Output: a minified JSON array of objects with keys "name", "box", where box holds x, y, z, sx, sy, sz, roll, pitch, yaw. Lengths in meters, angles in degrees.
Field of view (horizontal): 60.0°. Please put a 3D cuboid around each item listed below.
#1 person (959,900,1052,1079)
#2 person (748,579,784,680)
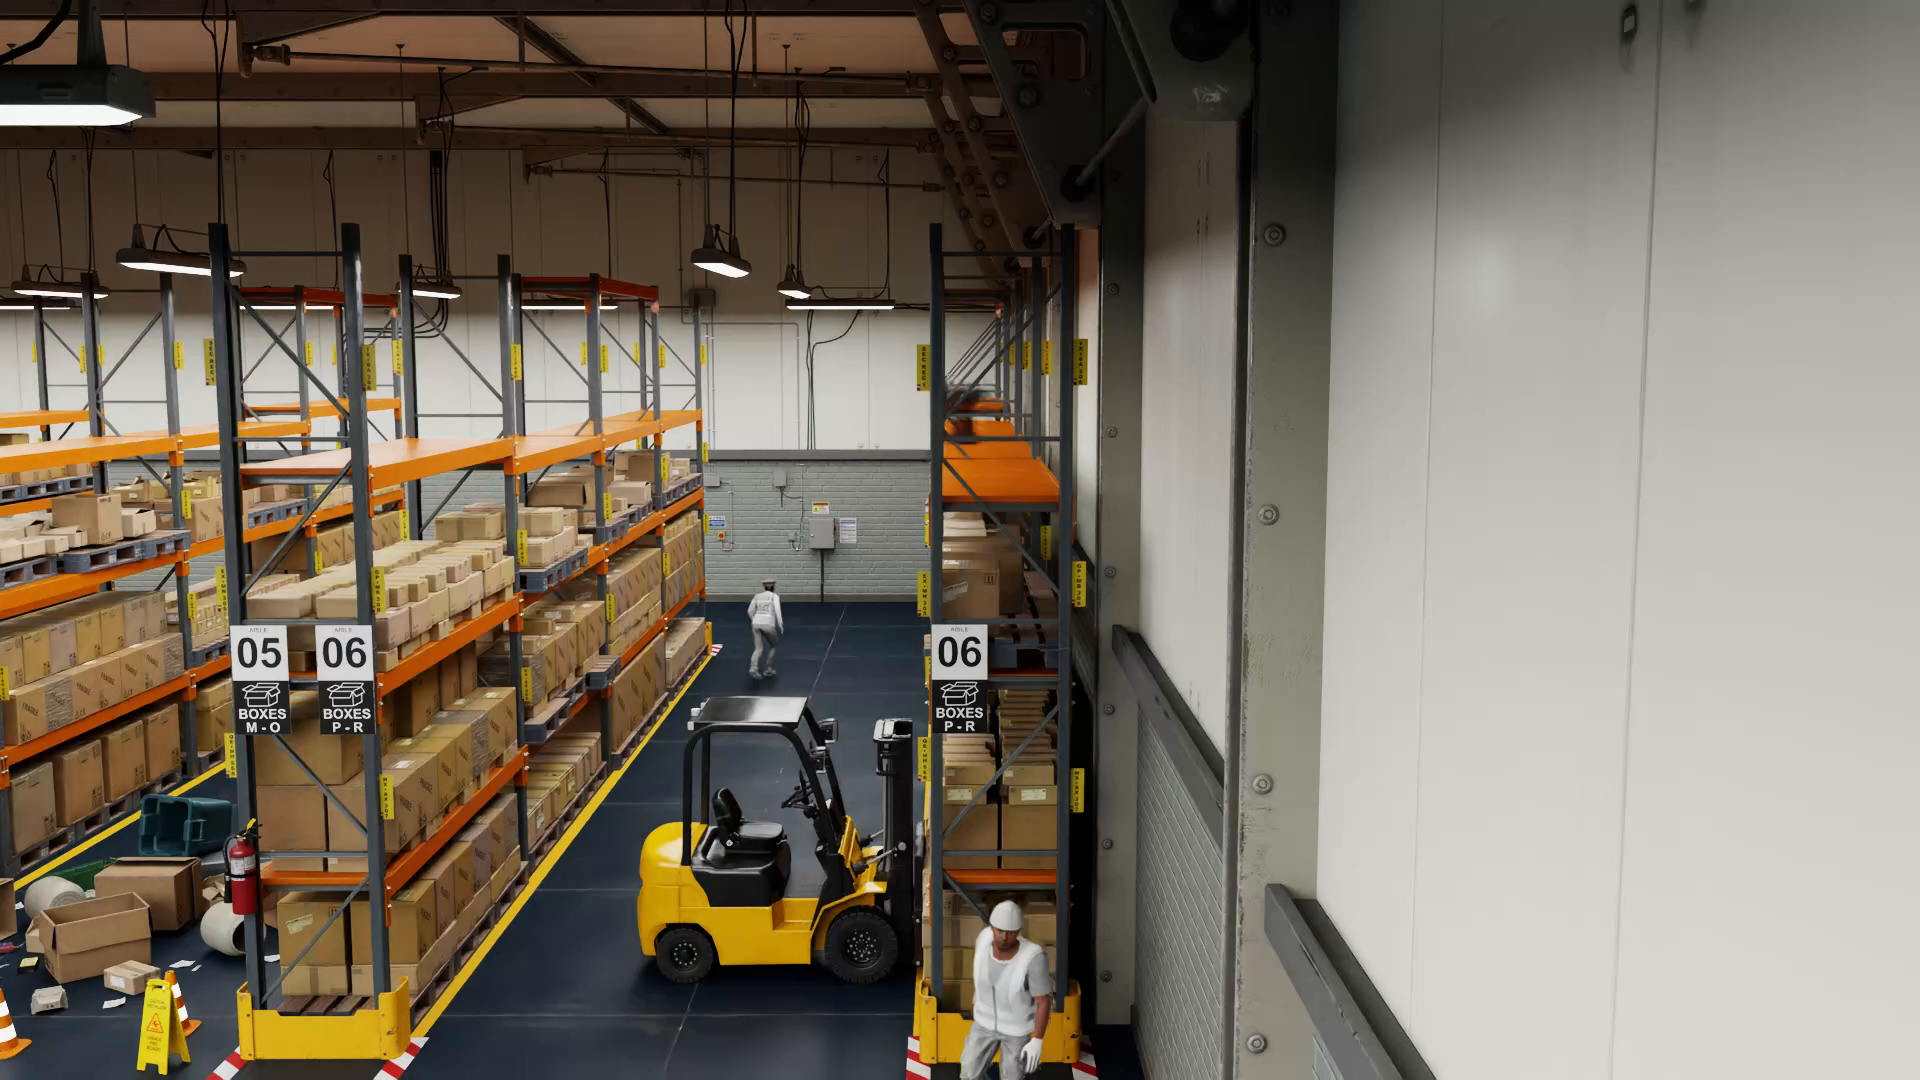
[{"name":"person","box":[0.284,3.083,10.566,0.687,1.736,0.609,3,7,24]},{"name":"person","box":[-3.077,1.413,25.739,0.605,1.528,1.023,2,7,18]}]
